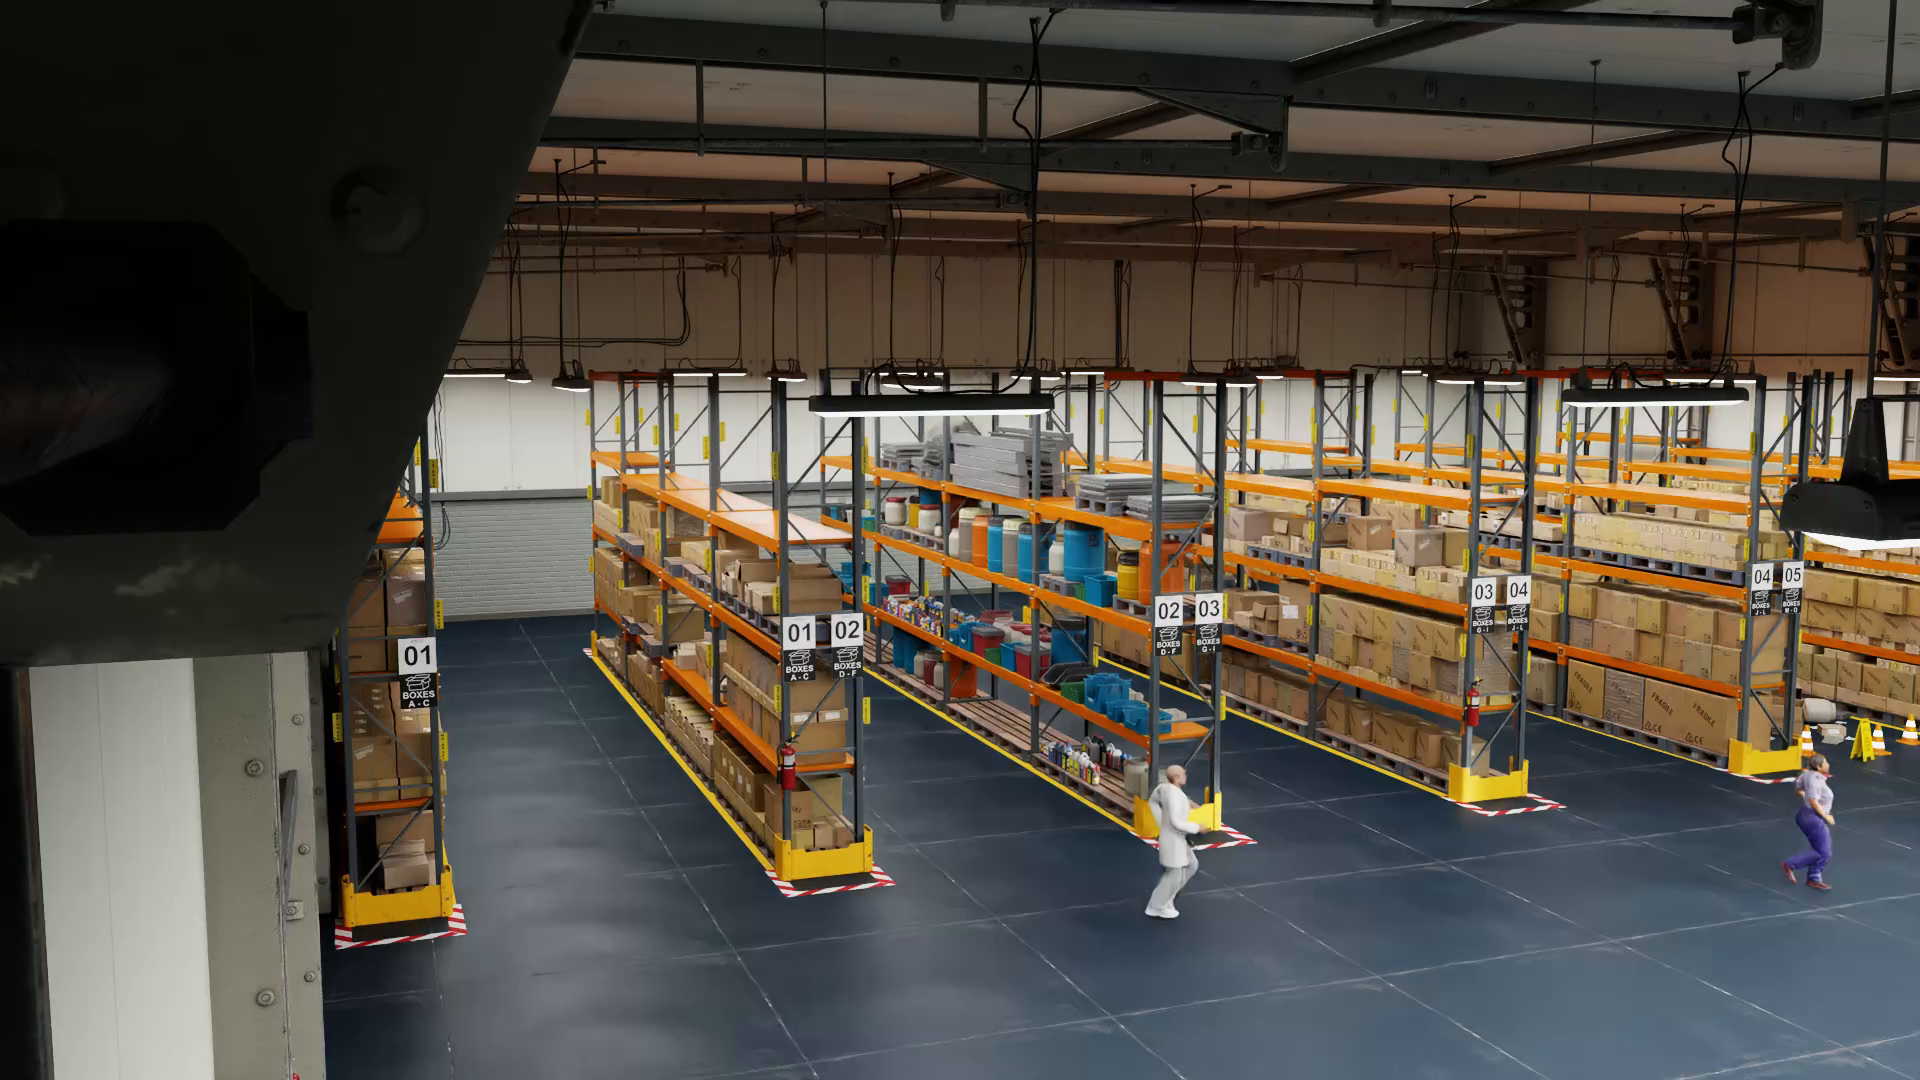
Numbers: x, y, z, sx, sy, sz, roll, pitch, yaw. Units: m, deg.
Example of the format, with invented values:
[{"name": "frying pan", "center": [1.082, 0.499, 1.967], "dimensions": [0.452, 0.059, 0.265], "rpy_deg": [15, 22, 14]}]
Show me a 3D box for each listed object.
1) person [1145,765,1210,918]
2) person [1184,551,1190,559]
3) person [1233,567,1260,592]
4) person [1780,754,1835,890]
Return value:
[{"name": "person", "center": [2.436, 3.382, 18.648], "dimensions": [0.696, 1.757, 0.710], "rpy_deg": [0, 6, 2]}, {"name": "person", "center": [5.356, 0.982, 40.920], "dimensions": [0.743, 1.642, 0.756], "rpy_deg": [-6, 9, -44]}, {"name": "person", "center": [6.275, 1.437, 36.455], "dimensions": [0.661, 1.691, 0.544], "rpy_deg": [-1, 7, -13]}, {"name": "person", "center": [10.069, 3.346, 19.749], "dimensions": [0.628, 1.617, 0.629], "rpy_deg": [1, 7, 12]}]
